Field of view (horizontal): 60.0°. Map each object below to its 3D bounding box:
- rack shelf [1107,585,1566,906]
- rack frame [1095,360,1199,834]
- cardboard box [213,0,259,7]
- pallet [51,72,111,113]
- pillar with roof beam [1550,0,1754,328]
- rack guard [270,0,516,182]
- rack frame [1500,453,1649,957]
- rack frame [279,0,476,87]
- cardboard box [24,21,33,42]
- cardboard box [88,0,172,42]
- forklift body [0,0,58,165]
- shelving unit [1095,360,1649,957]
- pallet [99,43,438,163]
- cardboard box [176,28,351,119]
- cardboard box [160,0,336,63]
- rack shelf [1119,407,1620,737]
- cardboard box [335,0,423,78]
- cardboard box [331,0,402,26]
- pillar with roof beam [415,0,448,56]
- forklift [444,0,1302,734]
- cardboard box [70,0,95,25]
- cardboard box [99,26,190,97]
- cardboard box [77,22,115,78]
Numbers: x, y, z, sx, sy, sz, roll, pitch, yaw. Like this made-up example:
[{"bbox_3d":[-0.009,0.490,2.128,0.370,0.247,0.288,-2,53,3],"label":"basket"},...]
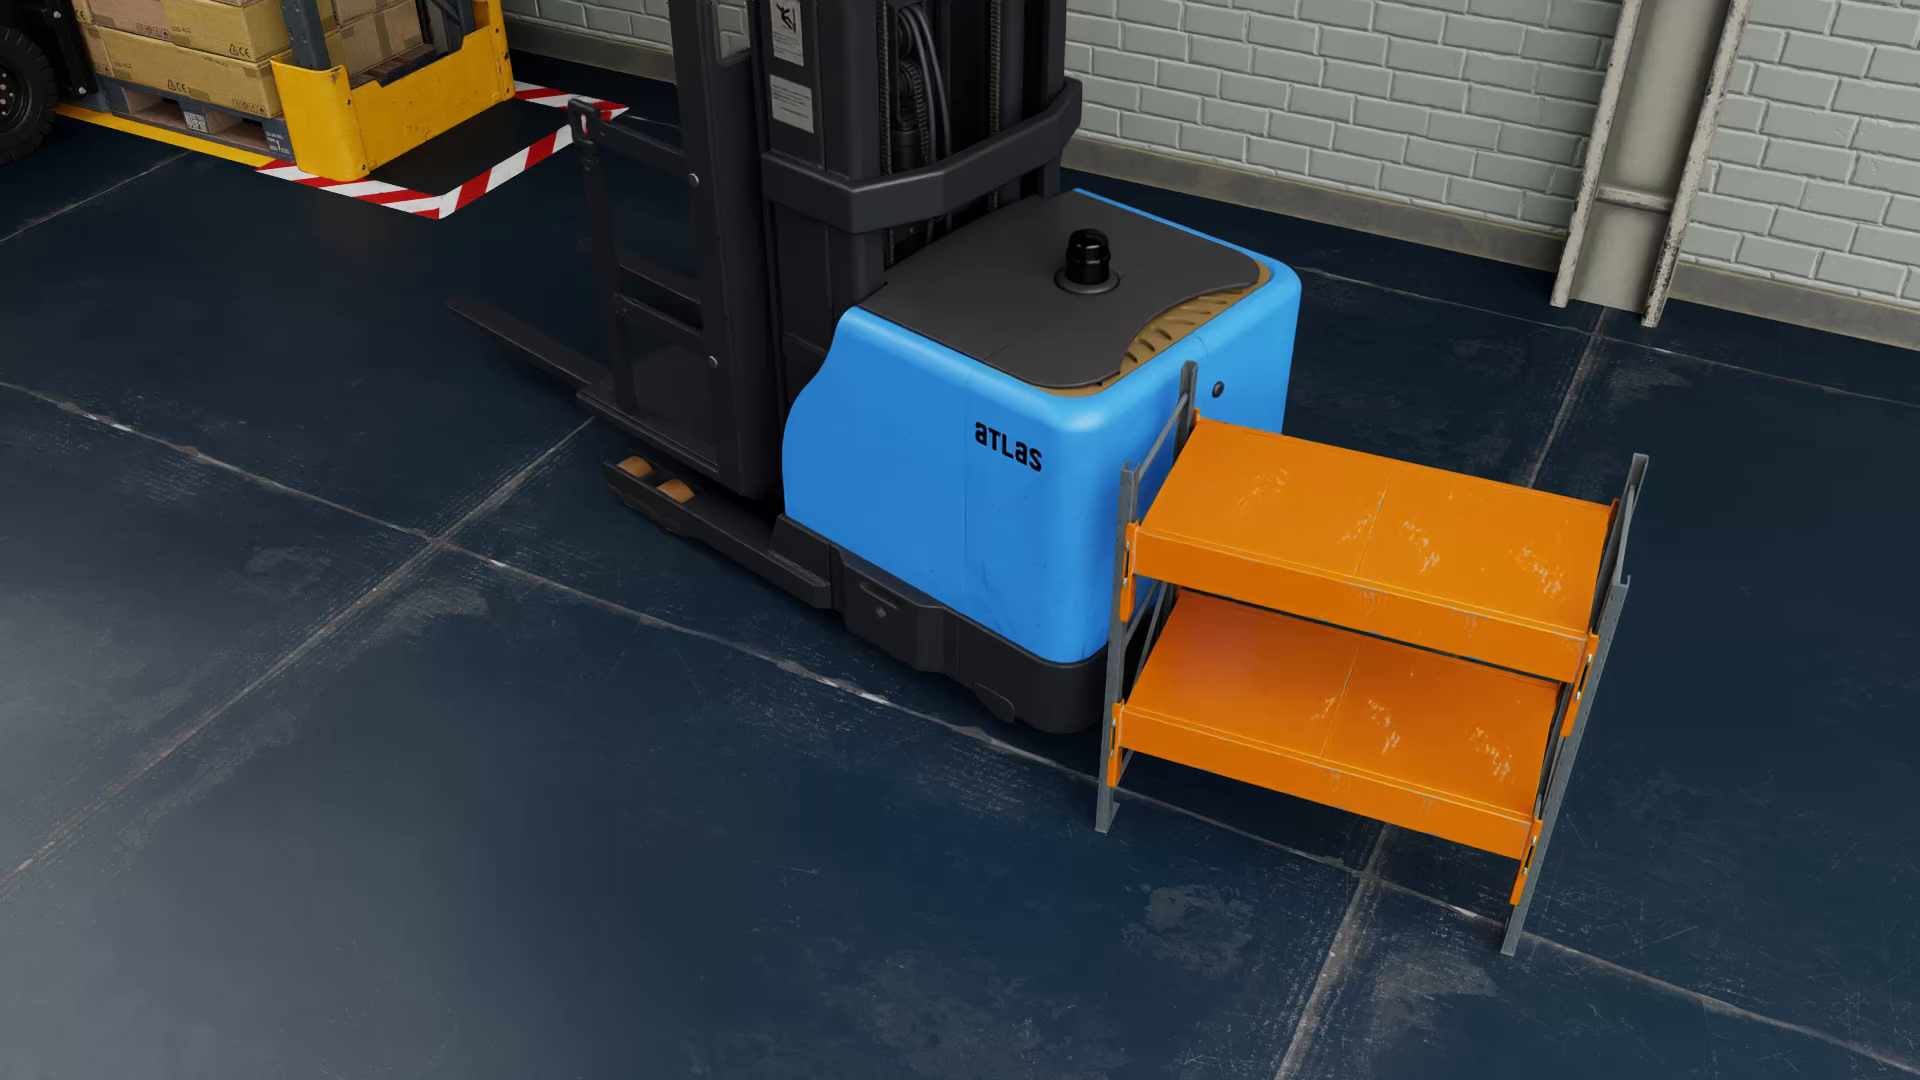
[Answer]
[{"bbox_3d":[0.926,0.475,4.098,1.000,0.278,0.538,14,39,18],"label":"rack shelf"},{"bbox_3d":[0.457,0.162,4.106,0.032,1.125,0.500,14,39,18],"label":"rack frame"},{"bbox_3d":[-3.142,-2.558,7.239,0.500,0.250,0.500,19,41,23],"label":"cardboard box"},{"bbox_3d":[-4.367,-2.547,8.431,1.213,0.211,1.003,17,41,21],"label":"pallet"},{"bbox_3d":[0.555,-2.215,0.725,0.400,9.000,9.100,17,41,21],"label":"pillar with roof beam"},{"bbox_3d":[-2.568,-2.125,7.636,0.348,0.500,1.175,17,41,21],"label":"rack guard"},{"bbox_3d":[1.395,0.399,3.794,0.032,1.125,0.500,14,39,18],"label":"rack frame"},{"bbox_3d":[-2.590,-3.128,6.889,0.127,3.000,1.000,17,41,21],"label":"rack frame"},{"bbox_3d":[-4.501,-2.580,8.095,0.500,0.250,0.500,19,41,23],"label":"cardboard box"},{"bbox_3d":[-3.606,-2.511,7.591,0.500,0.250,0.500,17,40,21],"label":"cardboard box"},{"bbox_3d":[-5.112,-2.337,6.550,1.214,2.155,2.313,17,41,21],"label":"forklift body"},{"bbox_3d":[0.926,0.281,3.950,1.048,1.125,0.538,14,39,18],"label":"shelving unit"},{"bbox_3d":[-3.288,-2.207,7.983,1.213,0.211,1.003,17,41,21],"label":"pallet"},{"bbox_3d":[-3.152,-2.161,7.542,0.500,0.250,0.500,18,41,22],"label":"cardboard box"},{"bbox_3d":[-3.166,-2.366,7.400,0.500,0.250,0.500,17,40,21],"label":"cardboard box"},{"bbox_3d":[0.926,0.047,3.773,1.000,0.278,0.538,14,39,18],"label":"rack shelf"},{"bbox_3d":[-2.936,-2.441,7.912,0.500,0.250,0.500,18,41,22],"label":"cardboard box"},{"bbox_3d":[-2.912,-2.641,7.762,0.500,0.250,0.500,18,41,22],"label":"cardboard box"},{"bbox_3d":[-4.773,-3.883,2.923,0.400,9.000,9.100,17,41,21],"label":"pillar with roof beam"},{"bbox_3d":[-0.512,-1.405,4.677,3.031,2.935,1.130,28,45,32],"label":"forklift"},{"bbox_3d":[-4.074,-2.644,7.765,0.500,0.250,0.500,16,40,20],"label":"cardboard box"},{"bbox_3d":[-3.589,-2.304,7.731,0.500,0.250,0.500,17,41,21],"label":"cardboard box"},{"bbox_3d":[-4.029,-2.448,7.921,0.500,0.250,0.500,18,41,22],"label":"cardboard box"}]
